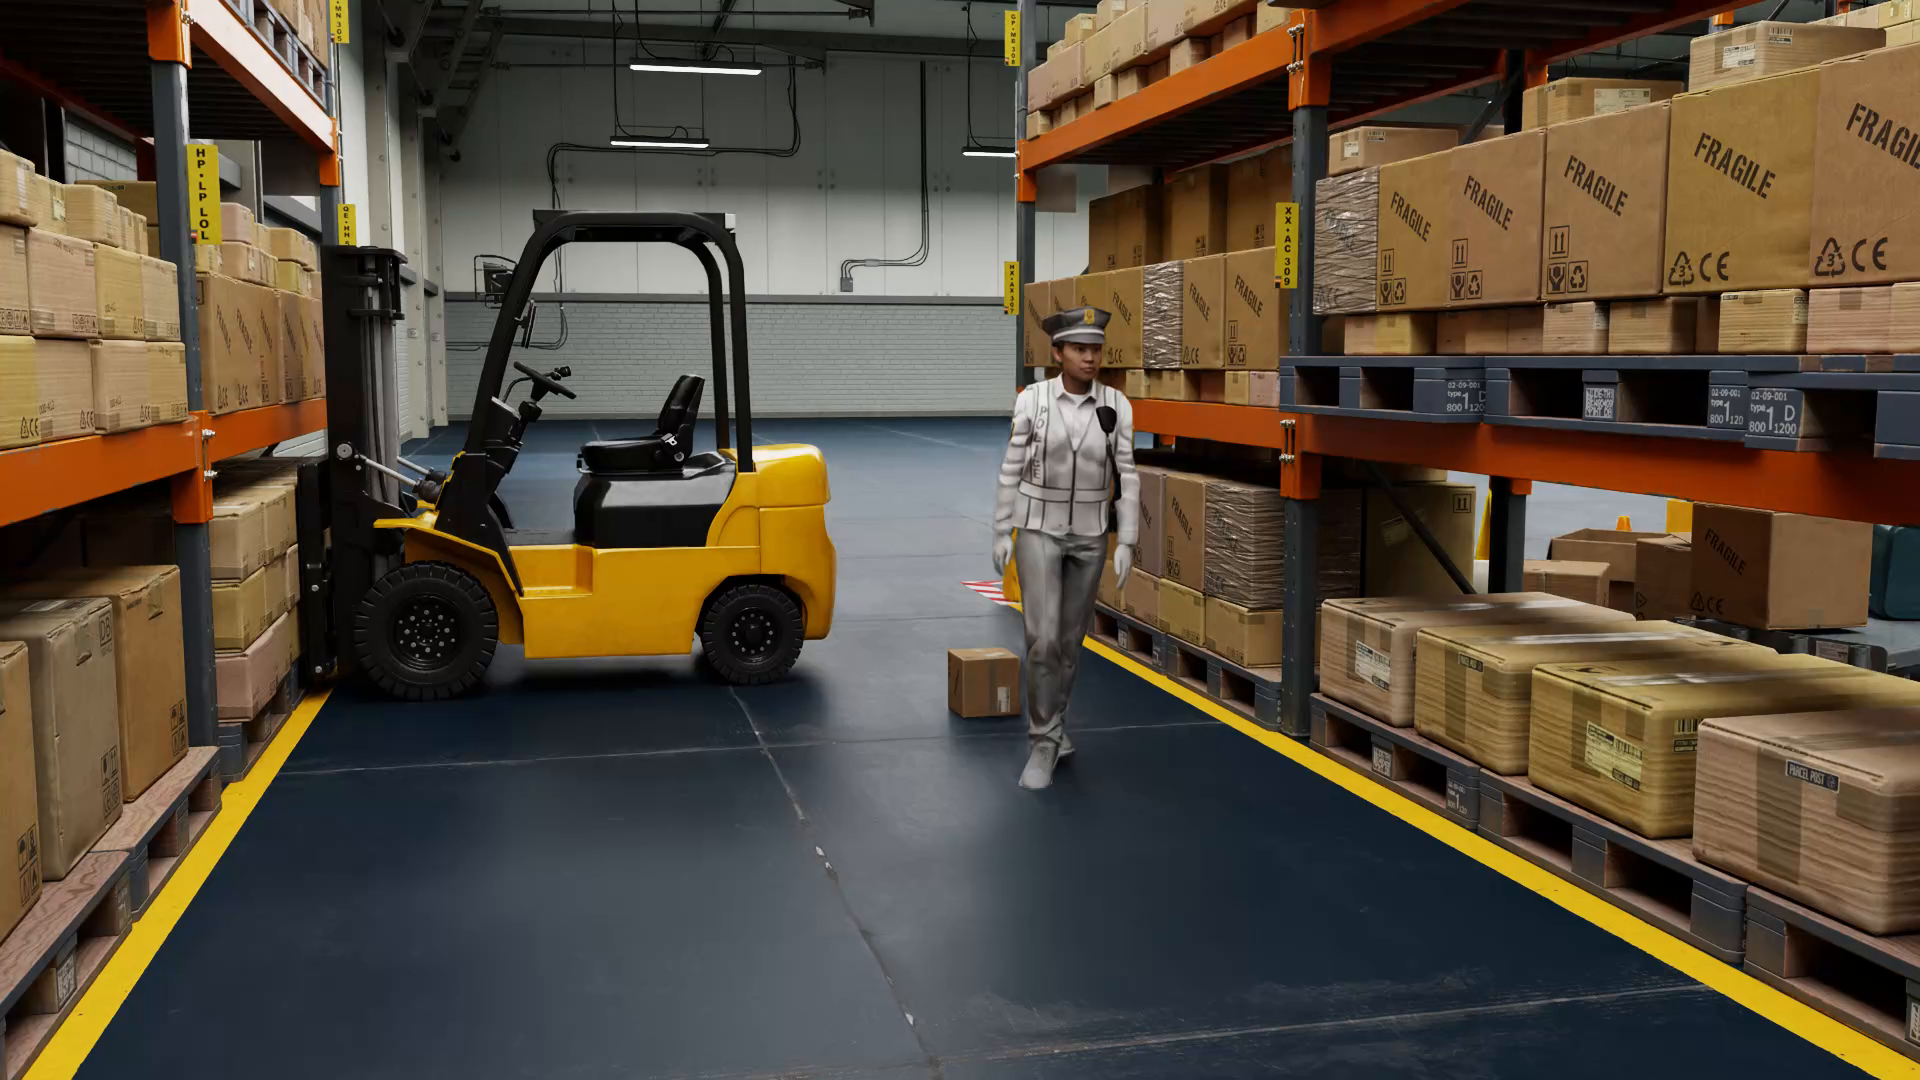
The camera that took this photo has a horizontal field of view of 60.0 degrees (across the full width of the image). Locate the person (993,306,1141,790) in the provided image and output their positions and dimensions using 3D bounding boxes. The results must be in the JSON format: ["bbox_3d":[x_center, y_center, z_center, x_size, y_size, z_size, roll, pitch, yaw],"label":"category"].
[{"bbox_3d":[0.391,0.021,6.031,0.508,1.715,0.571,-1,6,-11],"label":"person"}]
